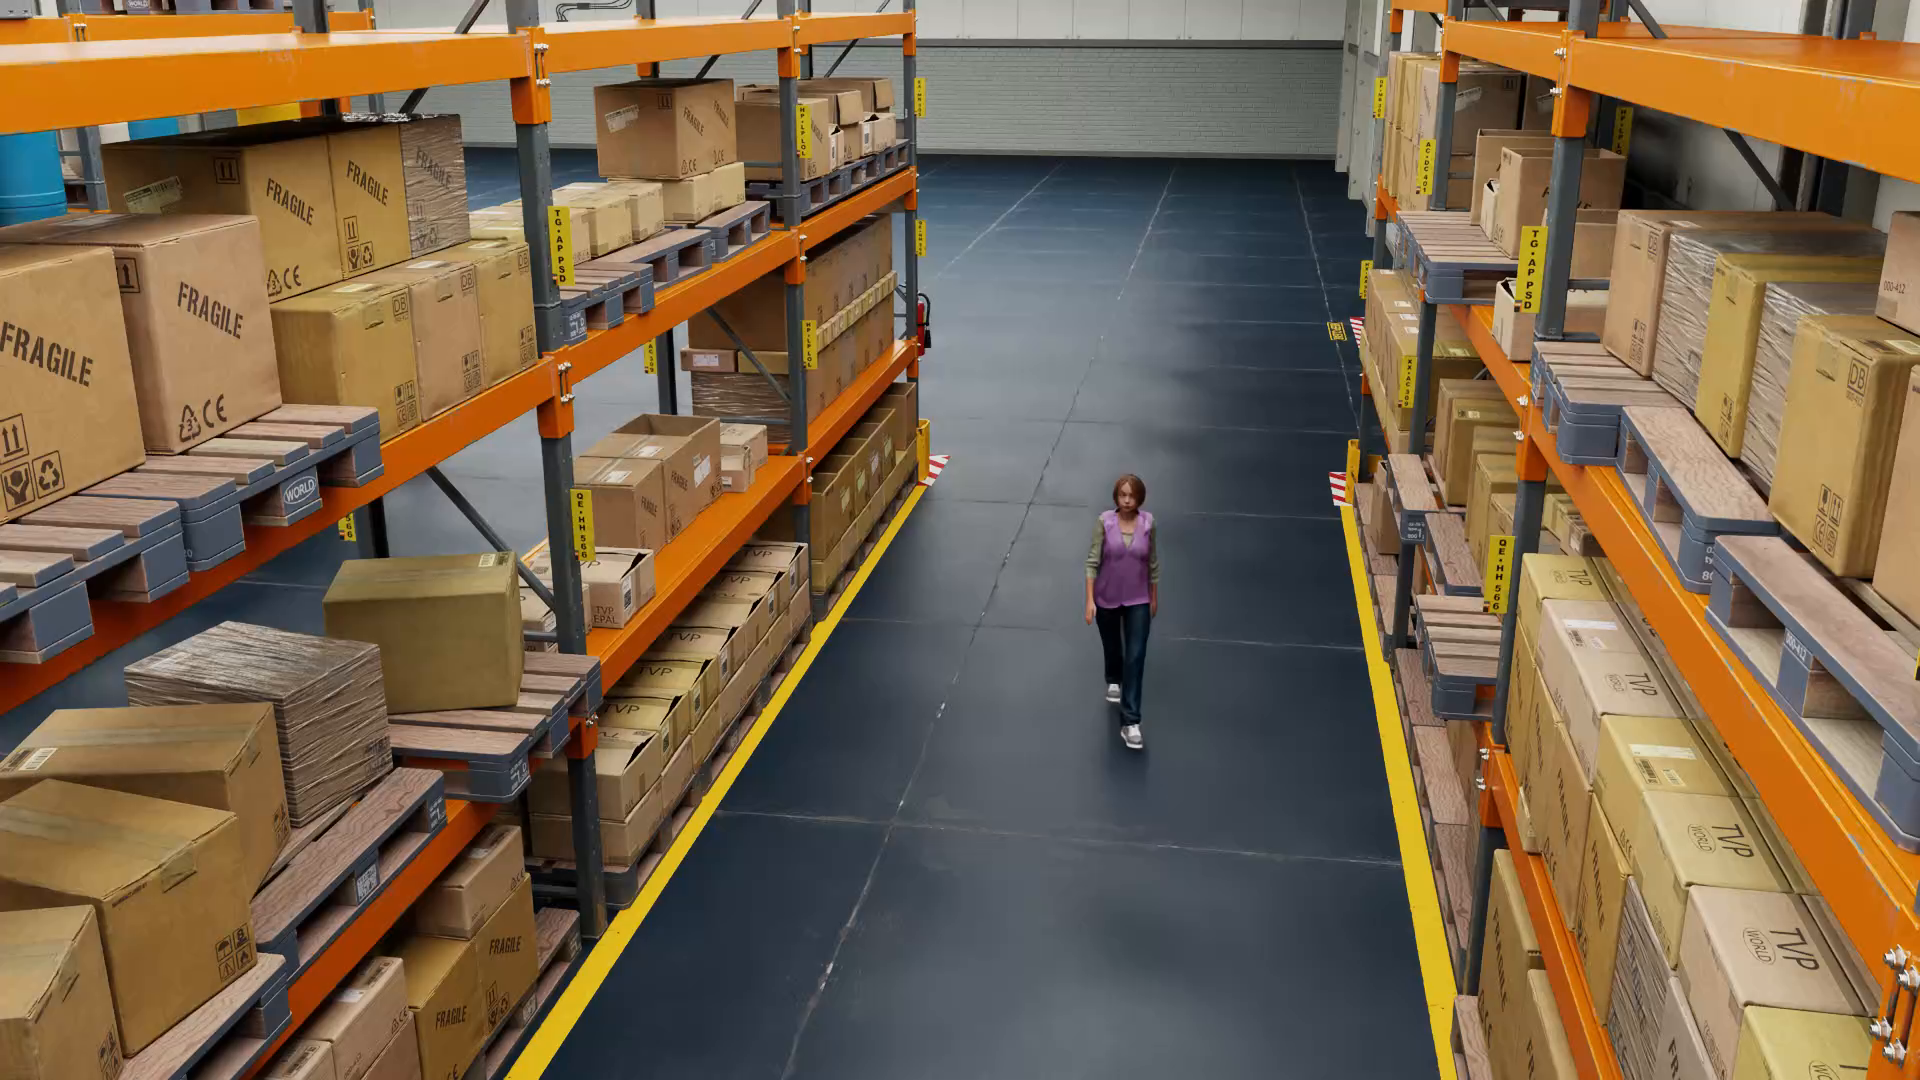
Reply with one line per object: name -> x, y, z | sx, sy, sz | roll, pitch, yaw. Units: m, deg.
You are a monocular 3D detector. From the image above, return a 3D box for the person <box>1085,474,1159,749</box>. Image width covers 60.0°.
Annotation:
person -> 0.963, 0.365, 9.925 | 0.442, 1.537, 0.934 | 2, 18, 5
